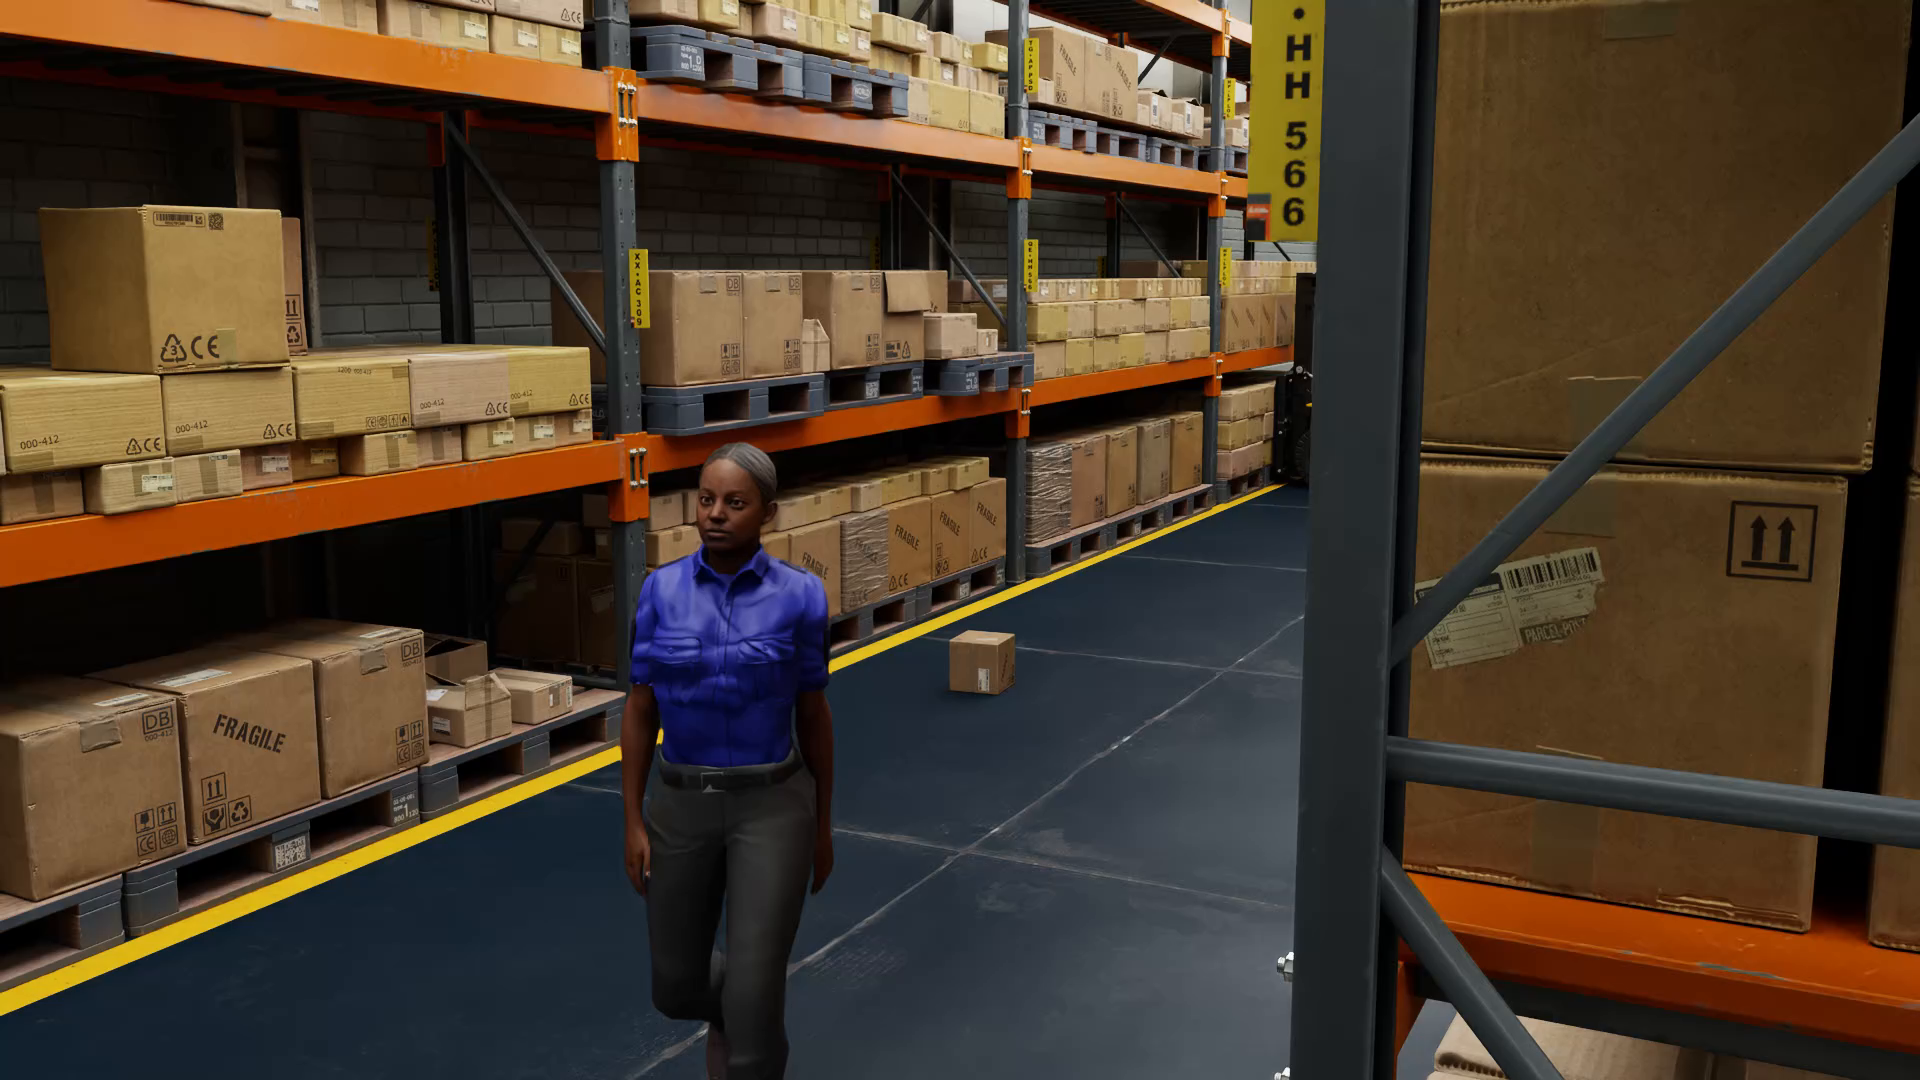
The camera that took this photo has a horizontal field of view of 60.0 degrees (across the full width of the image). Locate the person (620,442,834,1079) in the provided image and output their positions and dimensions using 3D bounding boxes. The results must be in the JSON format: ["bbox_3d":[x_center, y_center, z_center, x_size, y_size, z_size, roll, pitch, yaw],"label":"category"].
[{"bbox_3d":[-0.503,0.596,3.638,0.454,1.624,0.799,1,9,4],"label":"person"}]
